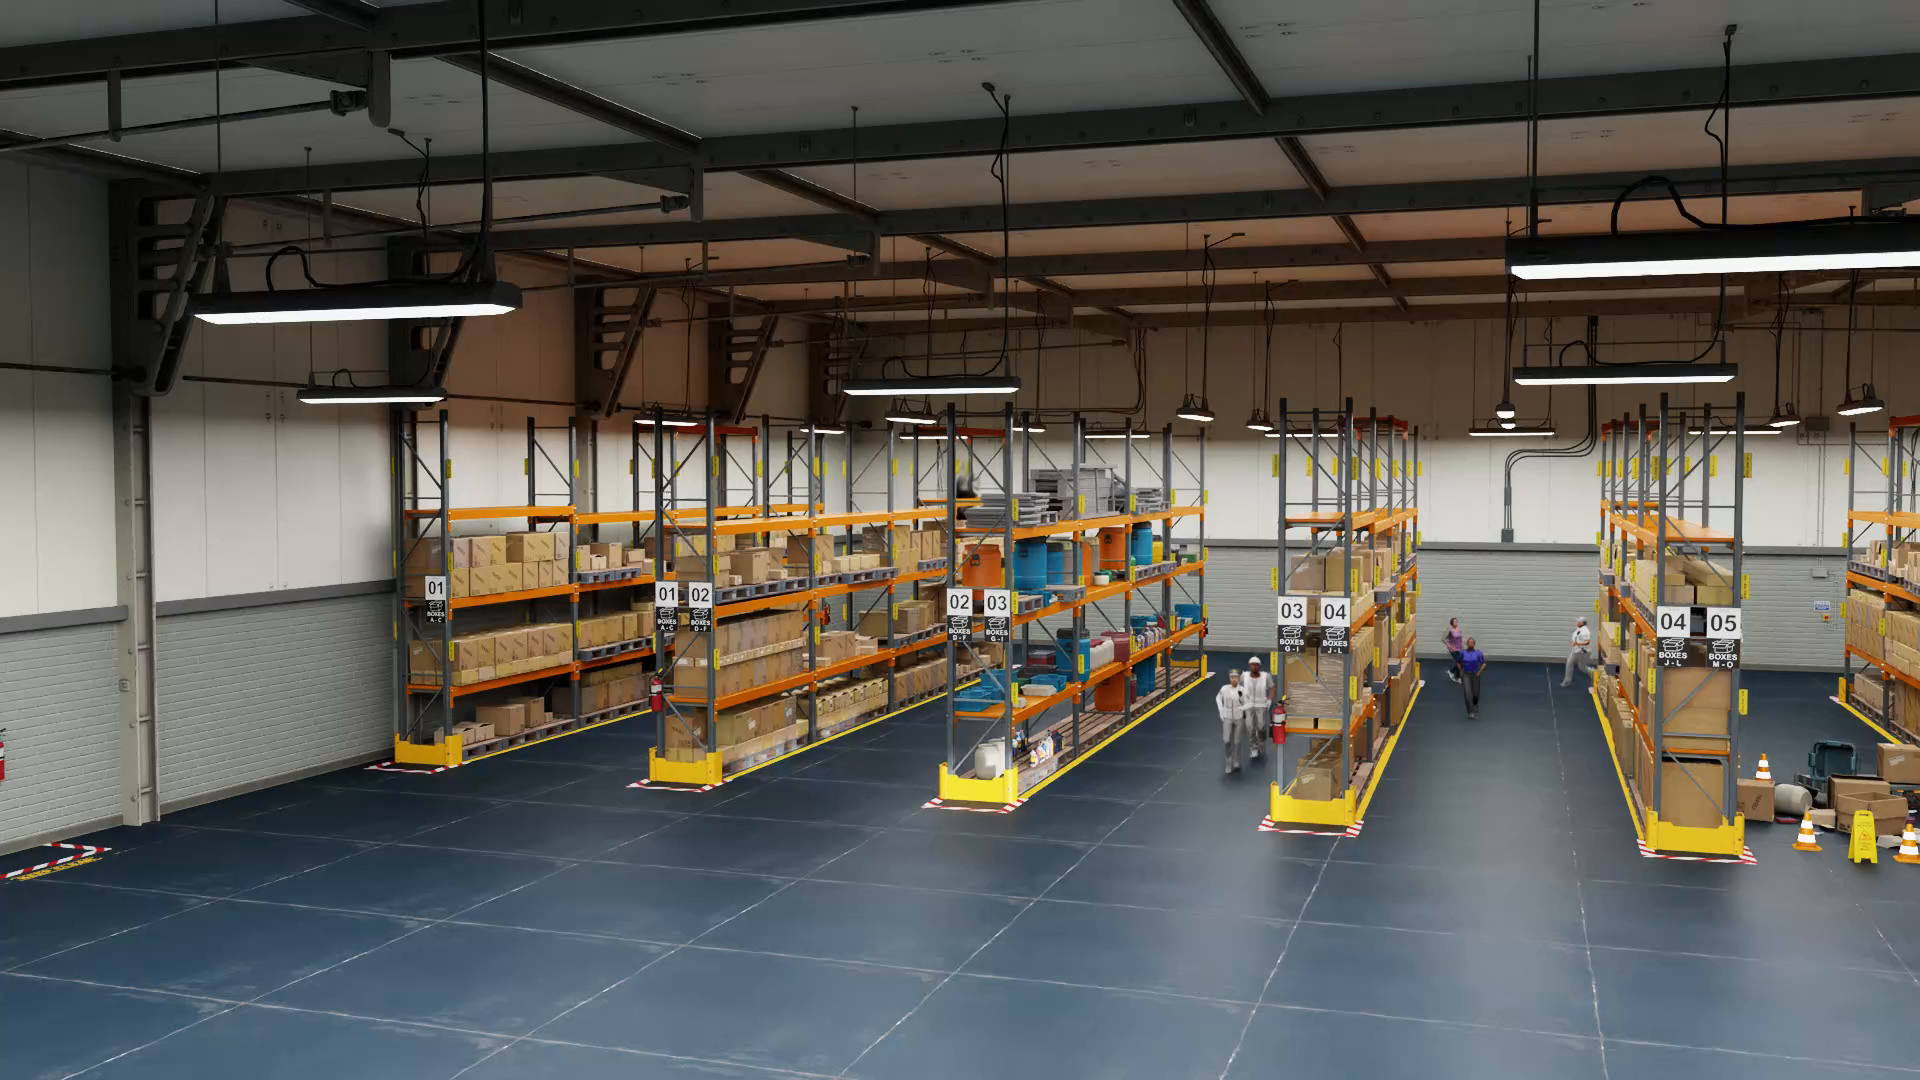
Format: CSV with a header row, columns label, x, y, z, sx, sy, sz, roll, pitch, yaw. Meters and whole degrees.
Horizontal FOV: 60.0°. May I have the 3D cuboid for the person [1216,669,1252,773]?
label,x,y,z,sx,sy,sz,roll,pitch,yaw
person,4.516,2.999,27.472,0.603,1.756,0.606,1,3,14

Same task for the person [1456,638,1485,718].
label,x,y,z,sx,sy,sz,roll,pitch,yaw
person,10.269,2.763,33.447,0.562,1.609,0.581,1,3,19

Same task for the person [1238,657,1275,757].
label,x,y,z,sx,sy,sz,roll,pitch,yaw
person,5.088,2.892,28.775,0.683,1.741,0.575,1,3,15

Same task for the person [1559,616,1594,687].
label,x,y,z,sx,sy,sz,roll,pitch,yaw
person,14.234,2.563,37.988,0.899,1.656,0.637,0,2,-4

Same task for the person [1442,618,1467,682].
label,x,y,z,sx,sy,sz,roll,pitch,yaw
person,11.588,2.577,38.835,0.540,1.534,0.504,-2,3,-33
